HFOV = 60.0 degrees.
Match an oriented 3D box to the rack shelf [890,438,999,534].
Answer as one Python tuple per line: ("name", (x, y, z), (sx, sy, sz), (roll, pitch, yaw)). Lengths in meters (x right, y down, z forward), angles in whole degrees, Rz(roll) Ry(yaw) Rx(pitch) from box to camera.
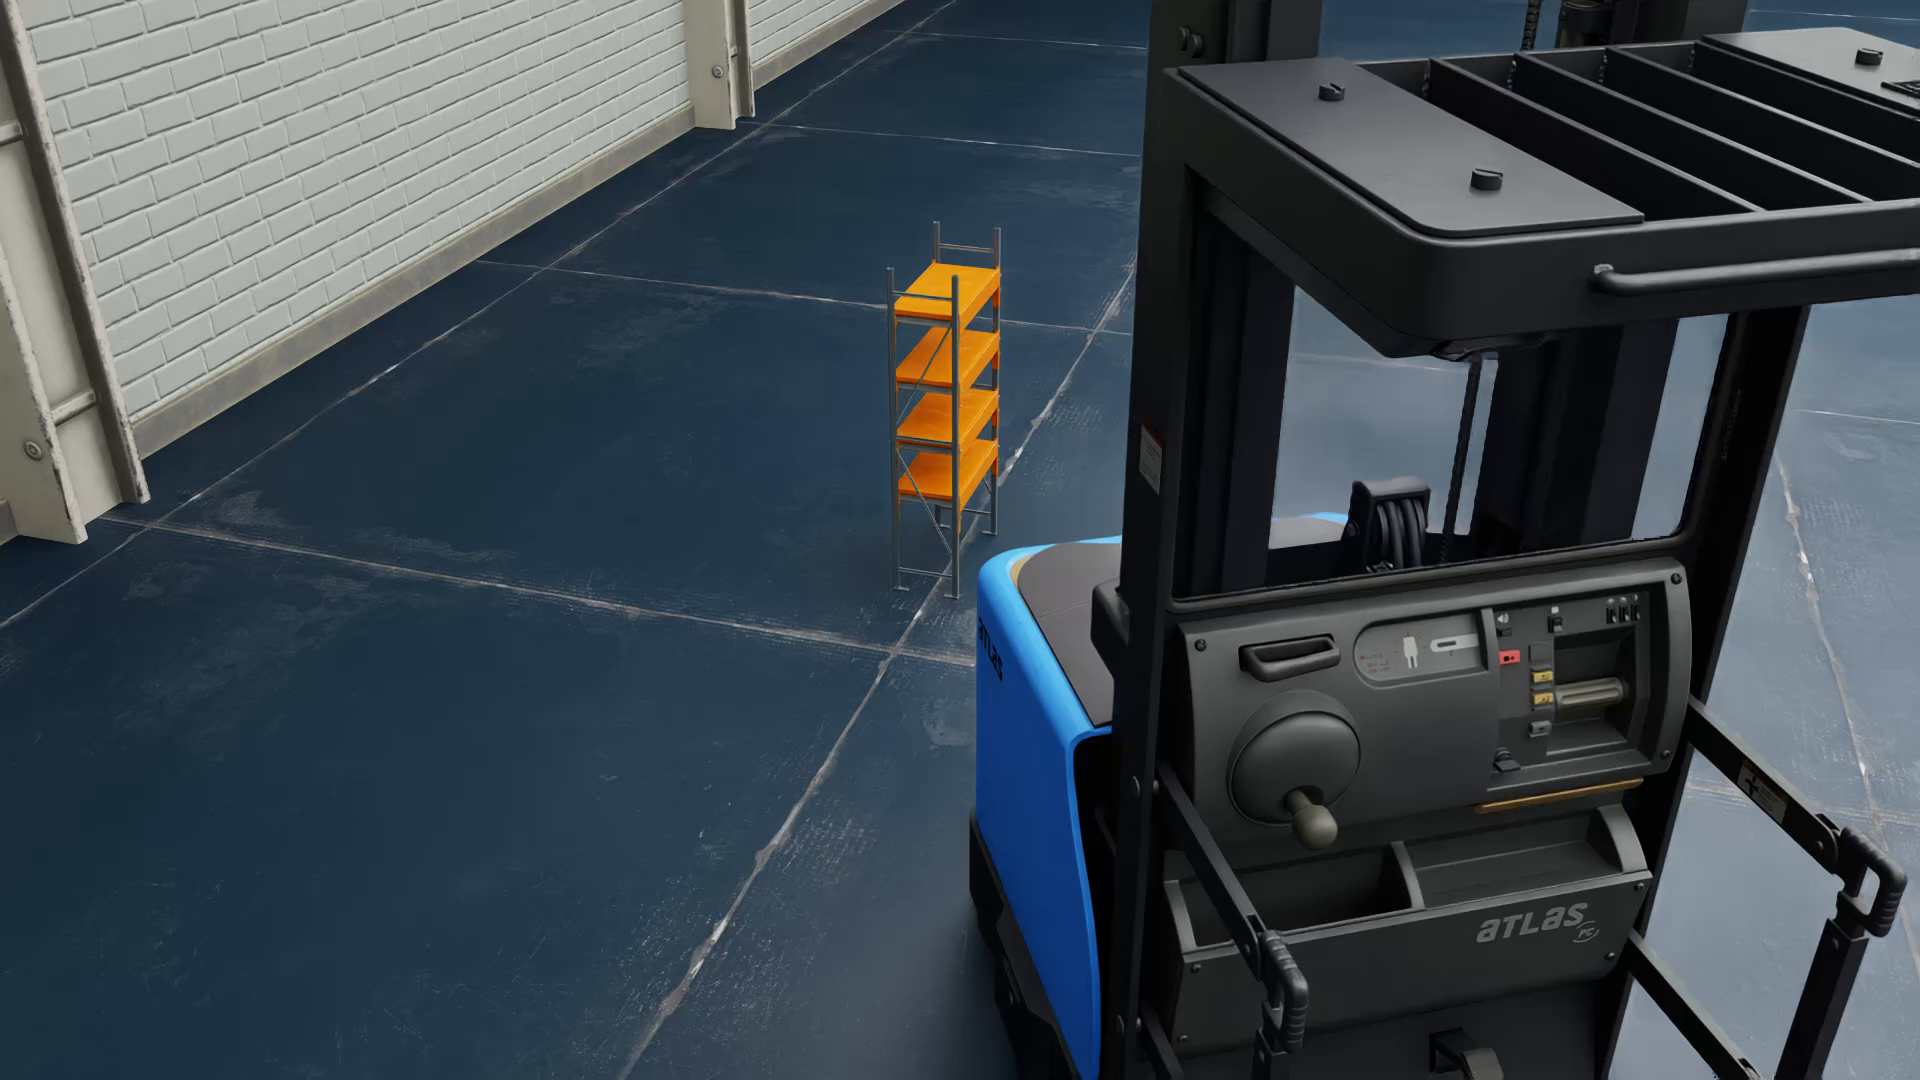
("rack shelf", (-0.049, -0.215, 5.949), (0.258, 0.148, 0.480), (8, 30, 15))

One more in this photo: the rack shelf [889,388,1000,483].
("rack shelf", (-0.049, -0.389, 5.853), (0.258, 0.148, 0.480), (8, 30, 15))

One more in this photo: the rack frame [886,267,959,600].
("rack frame", (-0.120, -0.334, 5.616), (0.240, 1.200, 0.015), (8, 30, 15))

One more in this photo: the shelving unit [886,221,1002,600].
("shelving unit", (-0.049, -0.447, 5.820), (0.258, 1.200, 0.503), (8, 30, 15))

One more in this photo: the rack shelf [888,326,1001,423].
("rack shelf", (-0.049, -0.584, 5.744), (0.258, 0.148, 0.480), (8, 30, 15))

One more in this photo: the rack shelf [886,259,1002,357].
("rack shelf", (-0.049, -0.791, 5.629), (0.258, 0.148, 0.480), (8, 30, 15))

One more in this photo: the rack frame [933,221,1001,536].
("rack frame", (0.023, -0.561, 6.024), (0.240, 1.200, 0.015), (8, 30, 15))

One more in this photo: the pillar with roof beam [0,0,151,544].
("pillar with roof beam", (0.727, -3.415, 3.132), (9.100, 9.000, 0.400), (8, 30, 15))

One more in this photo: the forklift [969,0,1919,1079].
("forklift", (0.879, 0.323, 2.655), (1.130, 2.935, 3.031), (-7, 30, -12))

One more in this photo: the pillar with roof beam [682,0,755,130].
("pillar with roof beam", (2.489, -6.203, 8.144), (9.100, 9.000, 0.400), (8, 30, 15))
